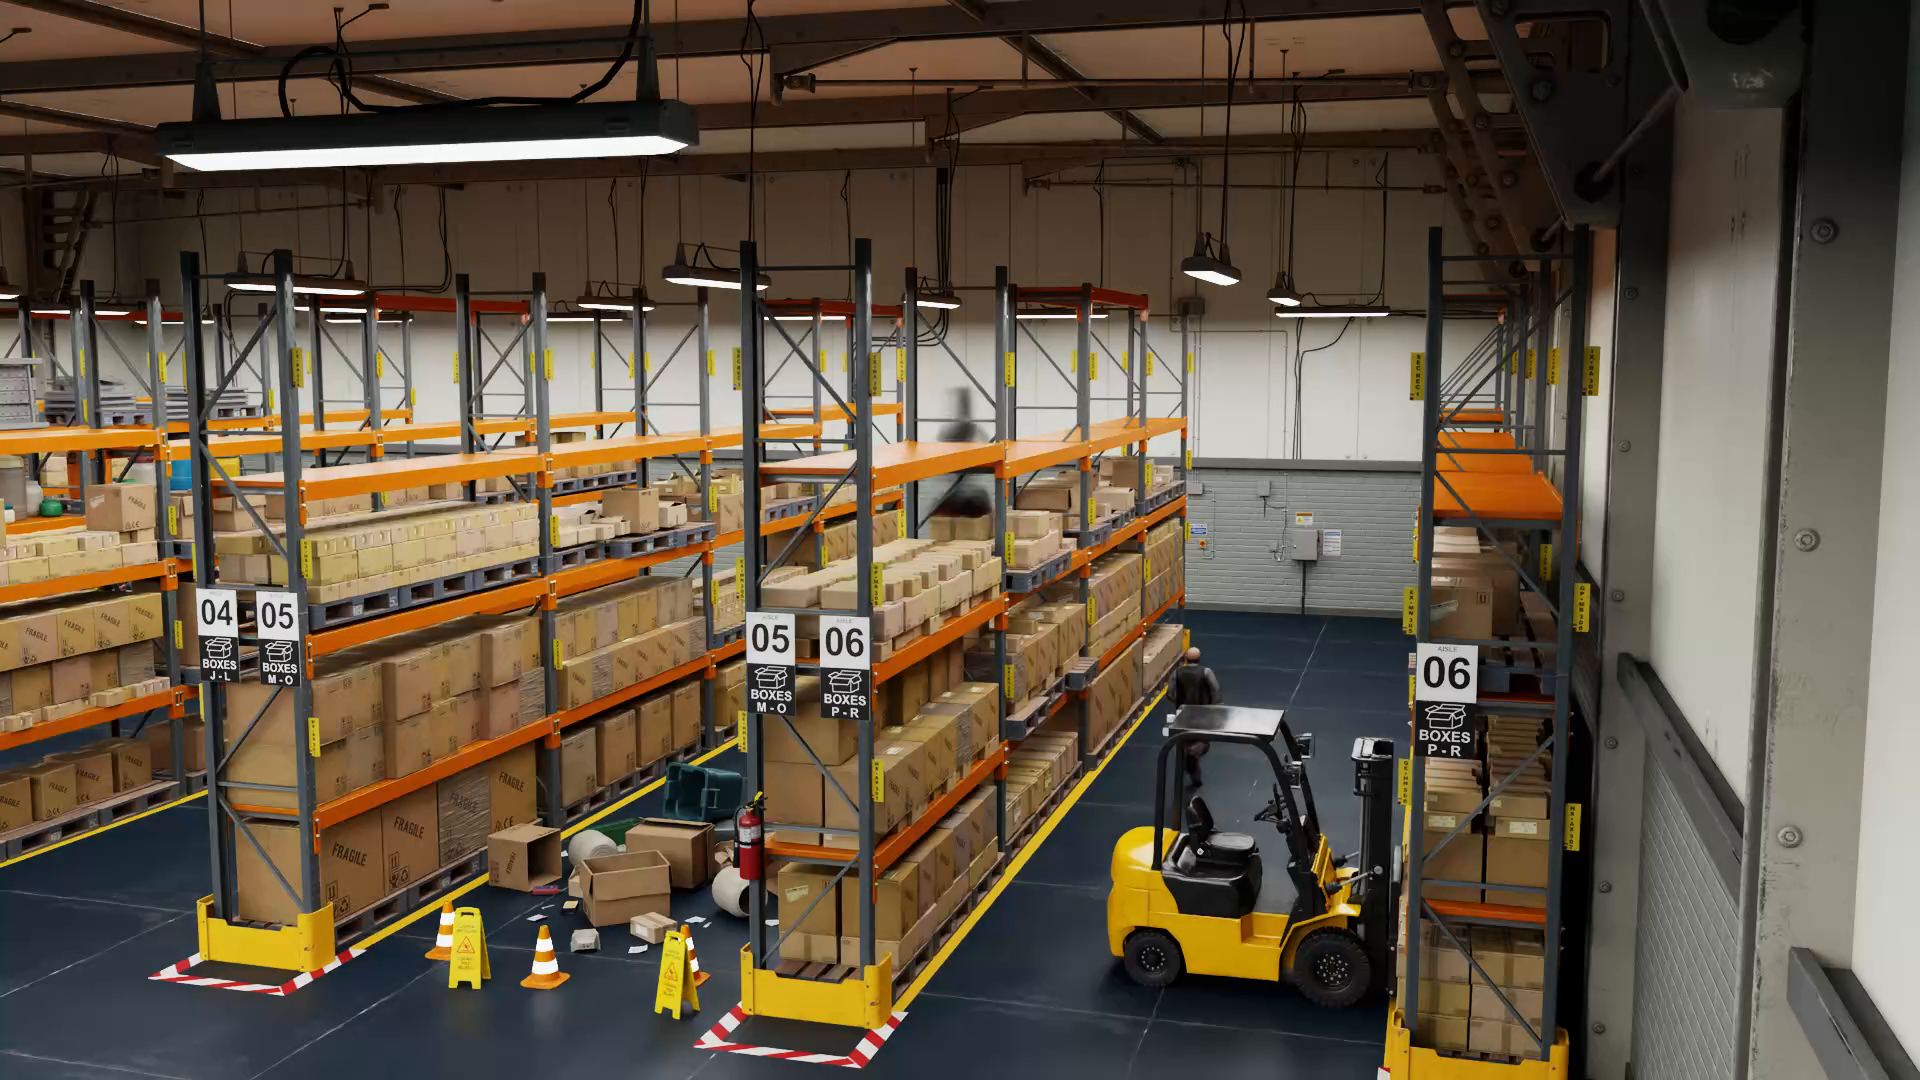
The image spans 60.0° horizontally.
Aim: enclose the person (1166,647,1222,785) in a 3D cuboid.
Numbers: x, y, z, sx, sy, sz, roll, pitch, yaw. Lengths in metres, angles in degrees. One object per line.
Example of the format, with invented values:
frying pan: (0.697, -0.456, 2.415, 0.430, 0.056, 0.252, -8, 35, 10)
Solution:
person: (2.798, 2.135, 19.904, 0.690, 1.677, 0.694, 2, 7, 21)
